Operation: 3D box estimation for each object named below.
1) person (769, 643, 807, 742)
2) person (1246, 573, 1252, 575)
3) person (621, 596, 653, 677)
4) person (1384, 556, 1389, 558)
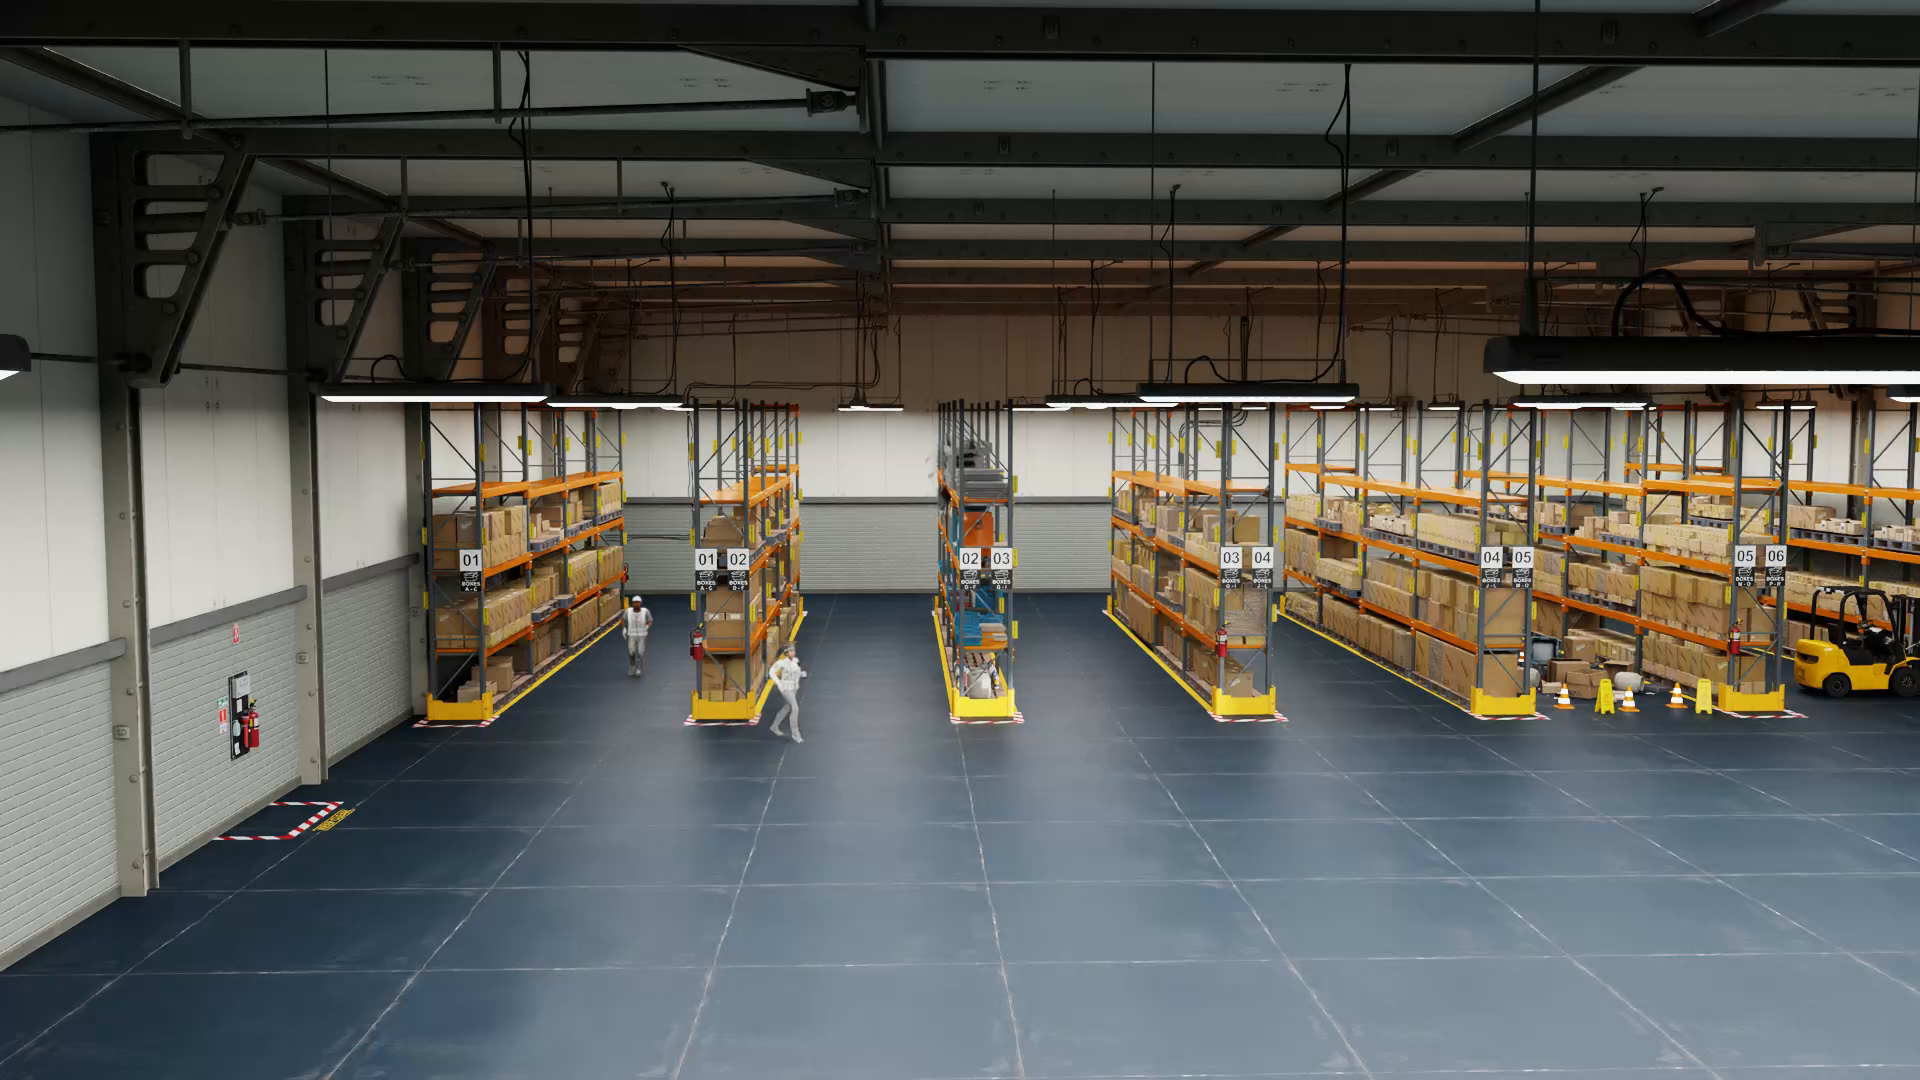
[{"bbox_3d":[-3.017,2.667,29.237,0.775,1.754,0.584,3,5,31],"label":"person"},{"bbox_3d":[8.019,1.287,47.261,0.743,1.725,0.693,2,5,27],"label":"person"},{"bbox_3d":[-7.009,2.098,36.141,0.679,1.765,0.660,-1,4,-12],"label":"person"},{"bbox_3d":[11.805,1.344,46.085,0.663,1.778,0.940,-1,4,-11],"label":"person"}]
